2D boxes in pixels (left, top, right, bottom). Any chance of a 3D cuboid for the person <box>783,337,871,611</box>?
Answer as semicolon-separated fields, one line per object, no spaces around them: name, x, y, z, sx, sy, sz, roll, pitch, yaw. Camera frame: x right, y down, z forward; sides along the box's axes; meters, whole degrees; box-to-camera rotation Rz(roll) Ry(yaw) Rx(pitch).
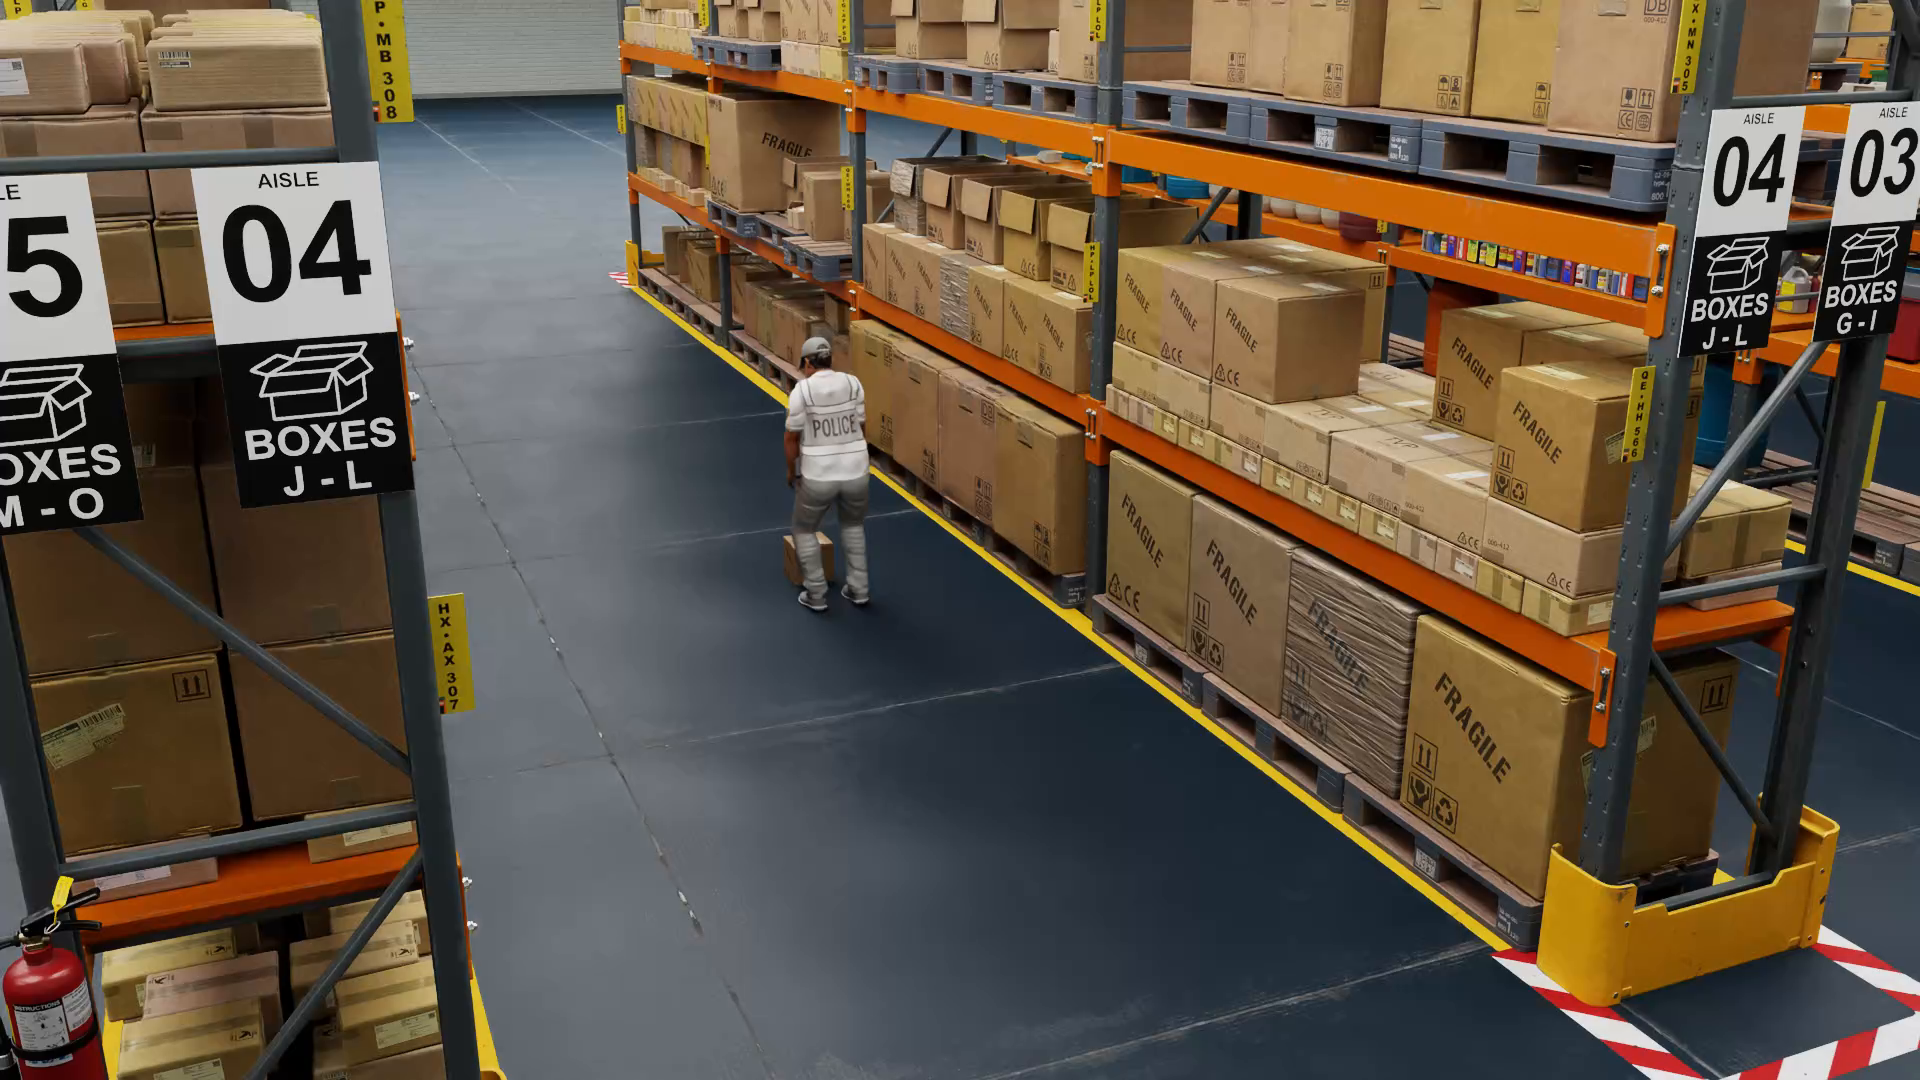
person;-0.786;-0.377;9.763;0.500;1.611;0.496;-7;20;-21
